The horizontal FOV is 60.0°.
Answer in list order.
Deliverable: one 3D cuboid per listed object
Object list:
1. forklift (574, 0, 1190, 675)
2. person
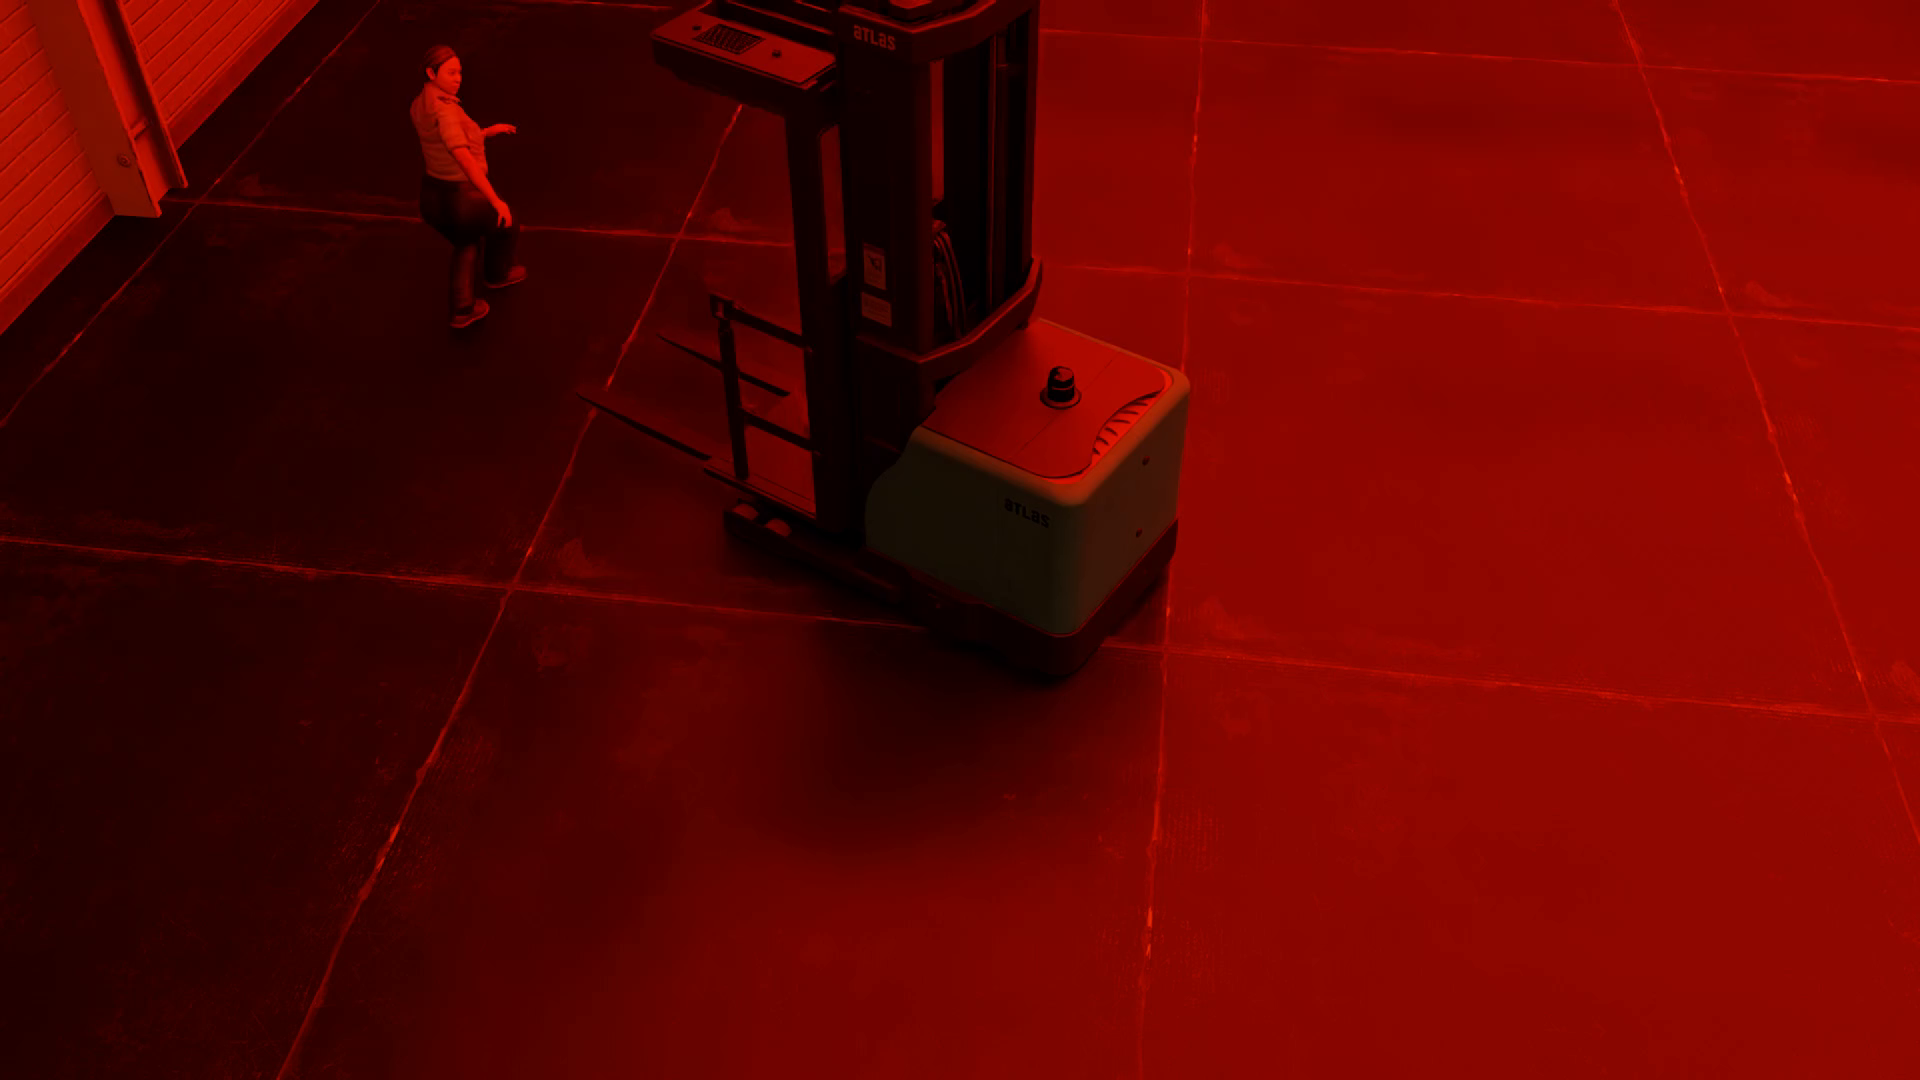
[{"bbox_3d":[-0.509,-1.284,7.122,3.031,2.935,1.130,25,48,24],"label":"forklift"},{"bbox_3d":[-2.525,-1.872,8.830,0.747,1.533,0.778,20,46,20],"label":"person"}]
